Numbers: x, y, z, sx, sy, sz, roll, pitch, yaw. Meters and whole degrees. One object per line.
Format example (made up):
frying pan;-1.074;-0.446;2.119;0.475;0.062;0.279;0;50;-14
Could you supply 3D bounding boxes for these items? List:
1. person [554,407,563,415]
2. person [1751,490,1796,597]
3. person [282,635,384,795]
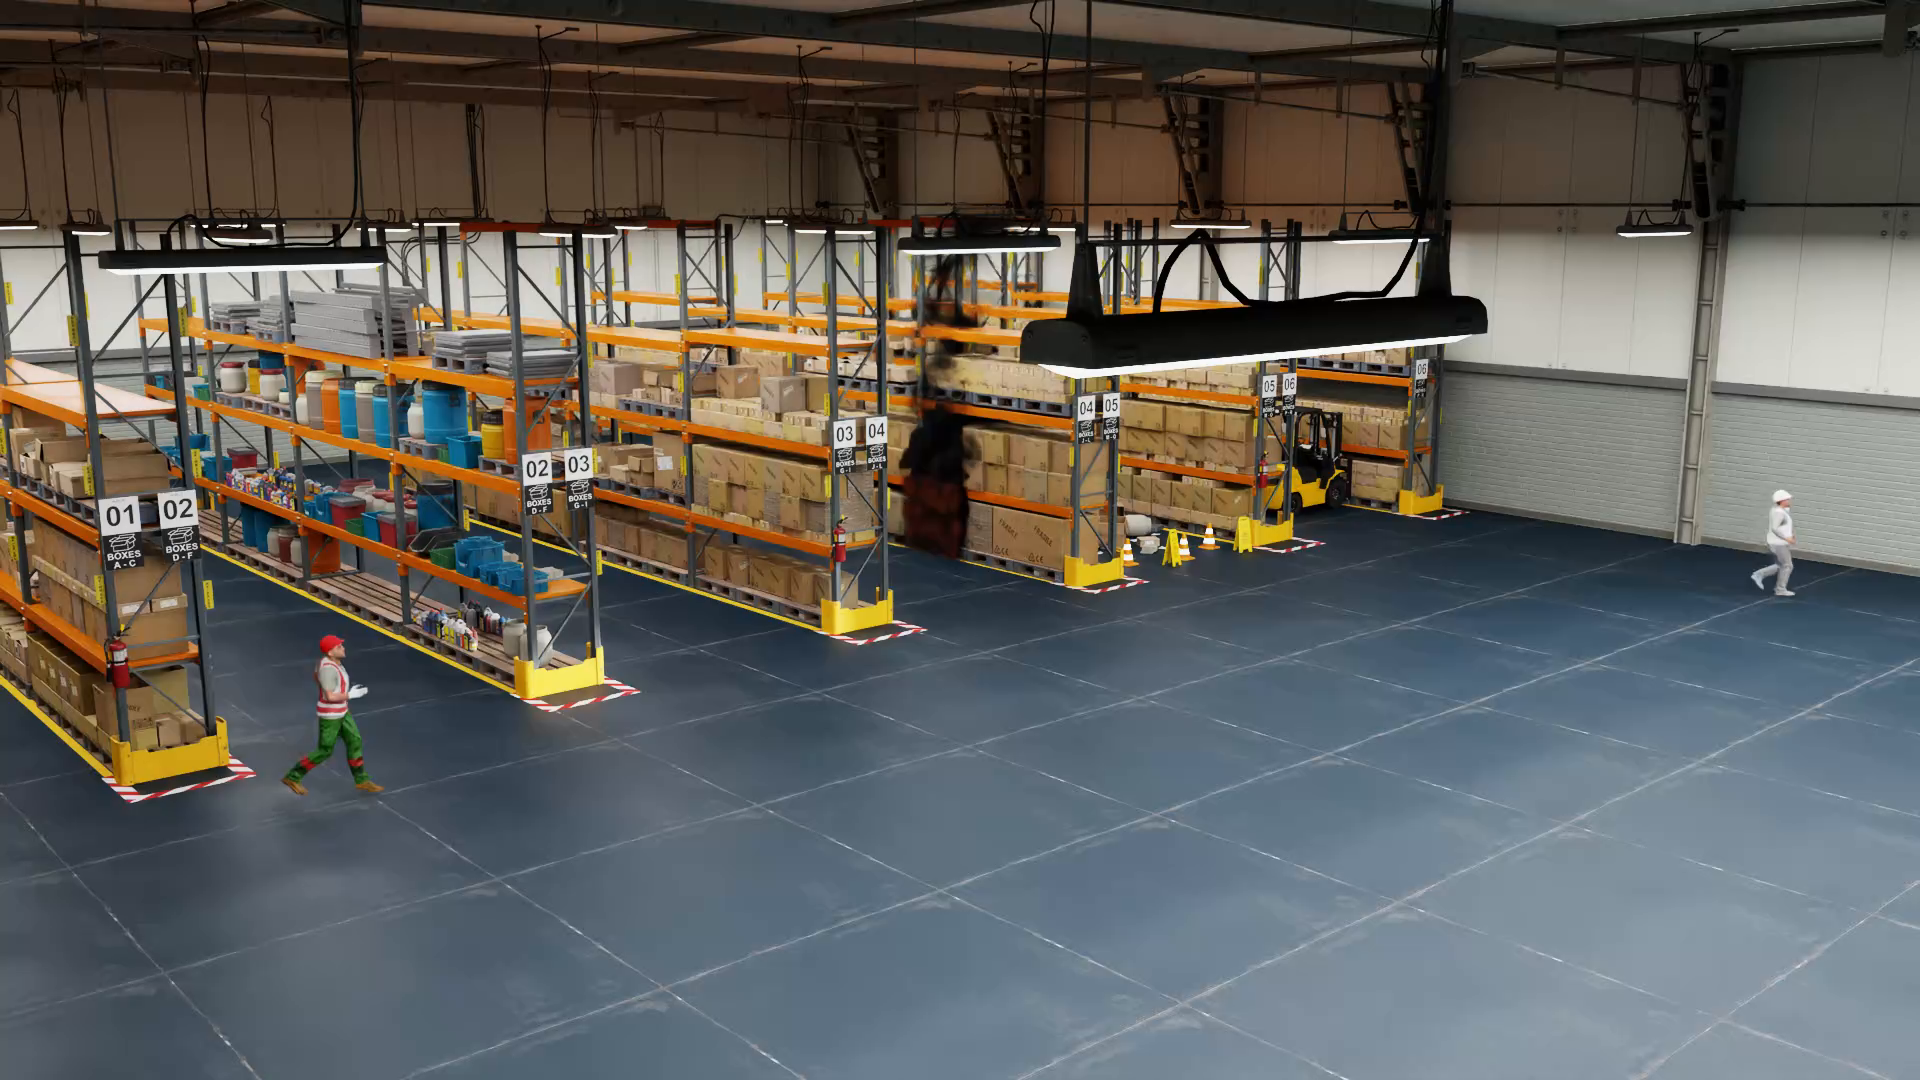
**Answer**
person;-9.644;-2.412;39.757;0.598;1.651;0.506;6;13;26
person;13.388;0.047;27.241;0.675;1.743;0.683;4;12;20
person;-6.802;1.899;17.925;1.002;1.803;0.672;-2;12;-12
